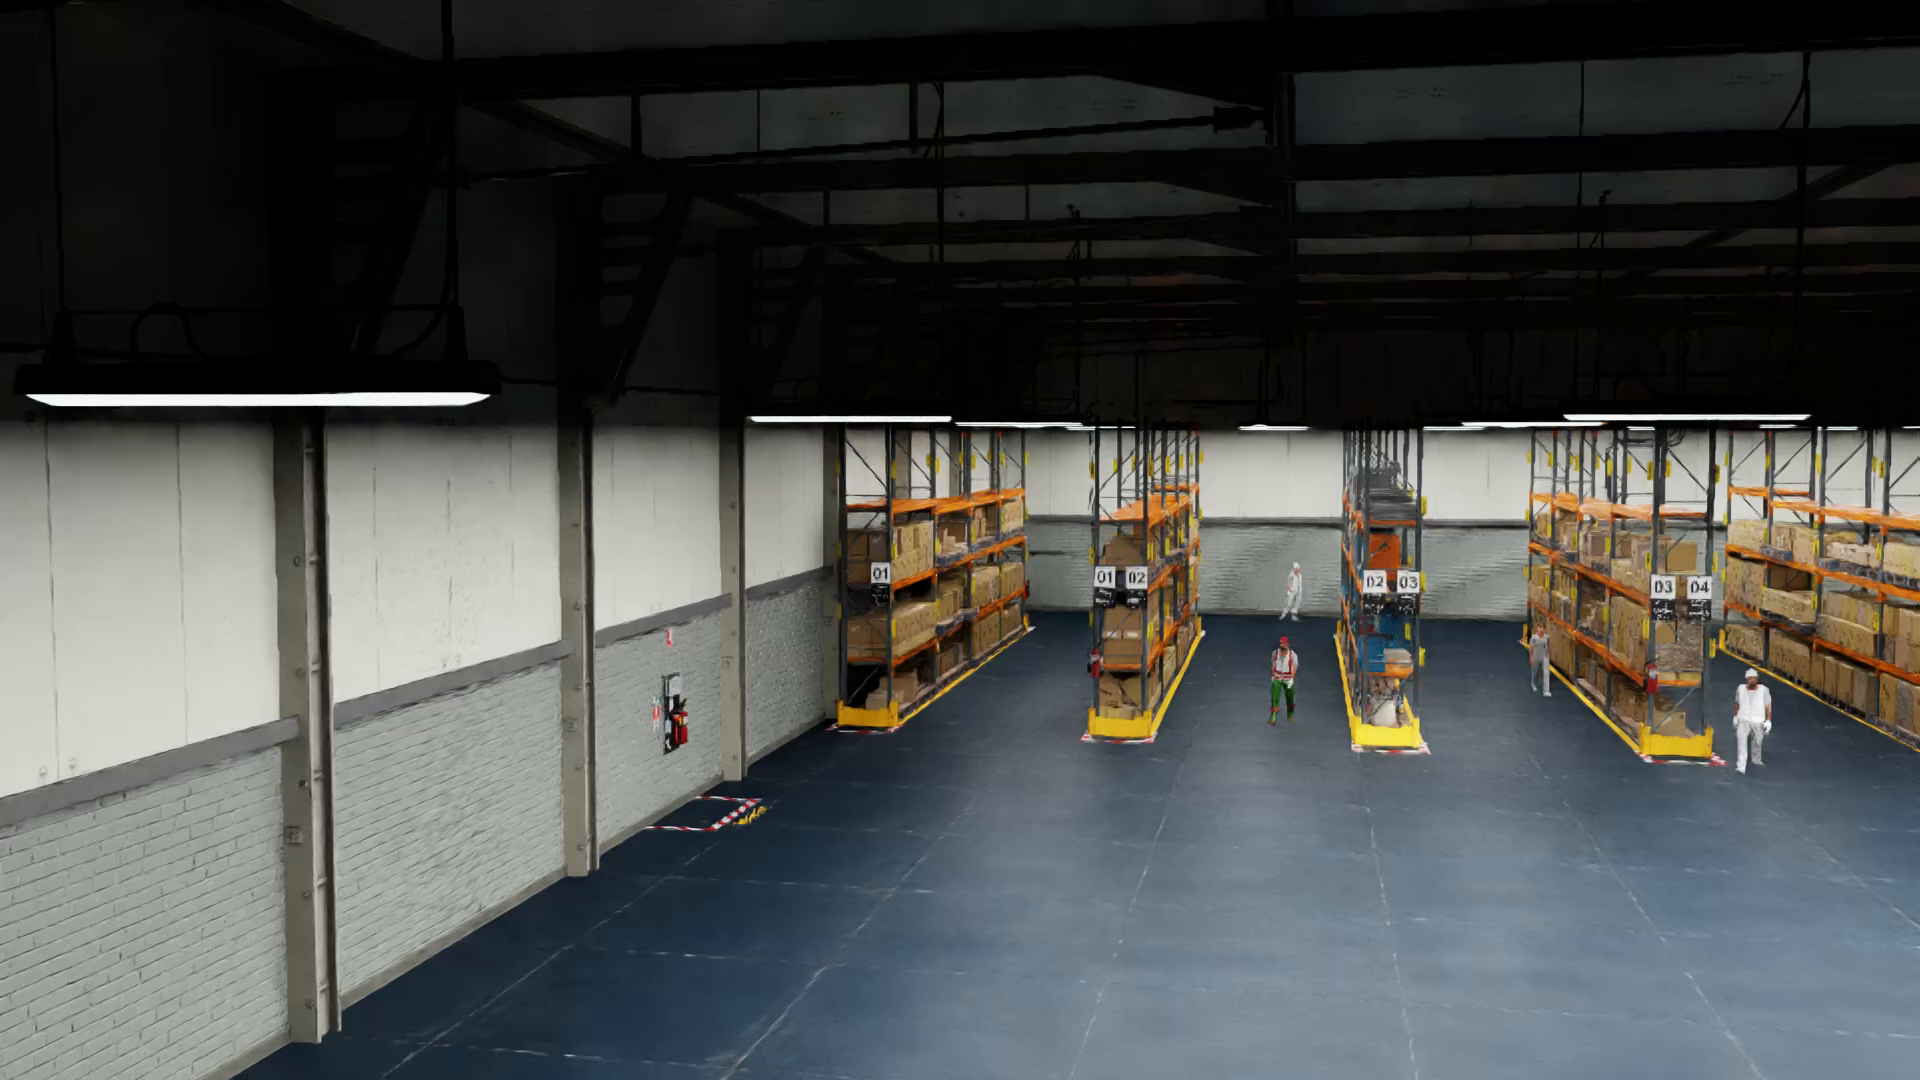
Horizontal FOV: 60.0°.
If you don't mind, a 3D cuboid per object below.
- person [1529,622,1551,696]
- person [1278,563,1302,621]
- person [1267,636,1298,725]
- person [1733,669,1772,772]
[{"bbox_3d":[12.623,2.562,36.204,0.446,1.590,1.110,1,4,14],"label":"person"},{"bbox_3d":[10.000,1.574,50.301,0.735,1.780,0.516,-2,4,-30],"label":"person"},{"bbox_3d":[6.339,2.732,32.563,0.532,1.726,1.038,1,4,21],"label":"person"},{"bbox_3d":[13.387,3.030,28.105,0.589,1.746,0.950,2,4,27],"label":"person"}]
